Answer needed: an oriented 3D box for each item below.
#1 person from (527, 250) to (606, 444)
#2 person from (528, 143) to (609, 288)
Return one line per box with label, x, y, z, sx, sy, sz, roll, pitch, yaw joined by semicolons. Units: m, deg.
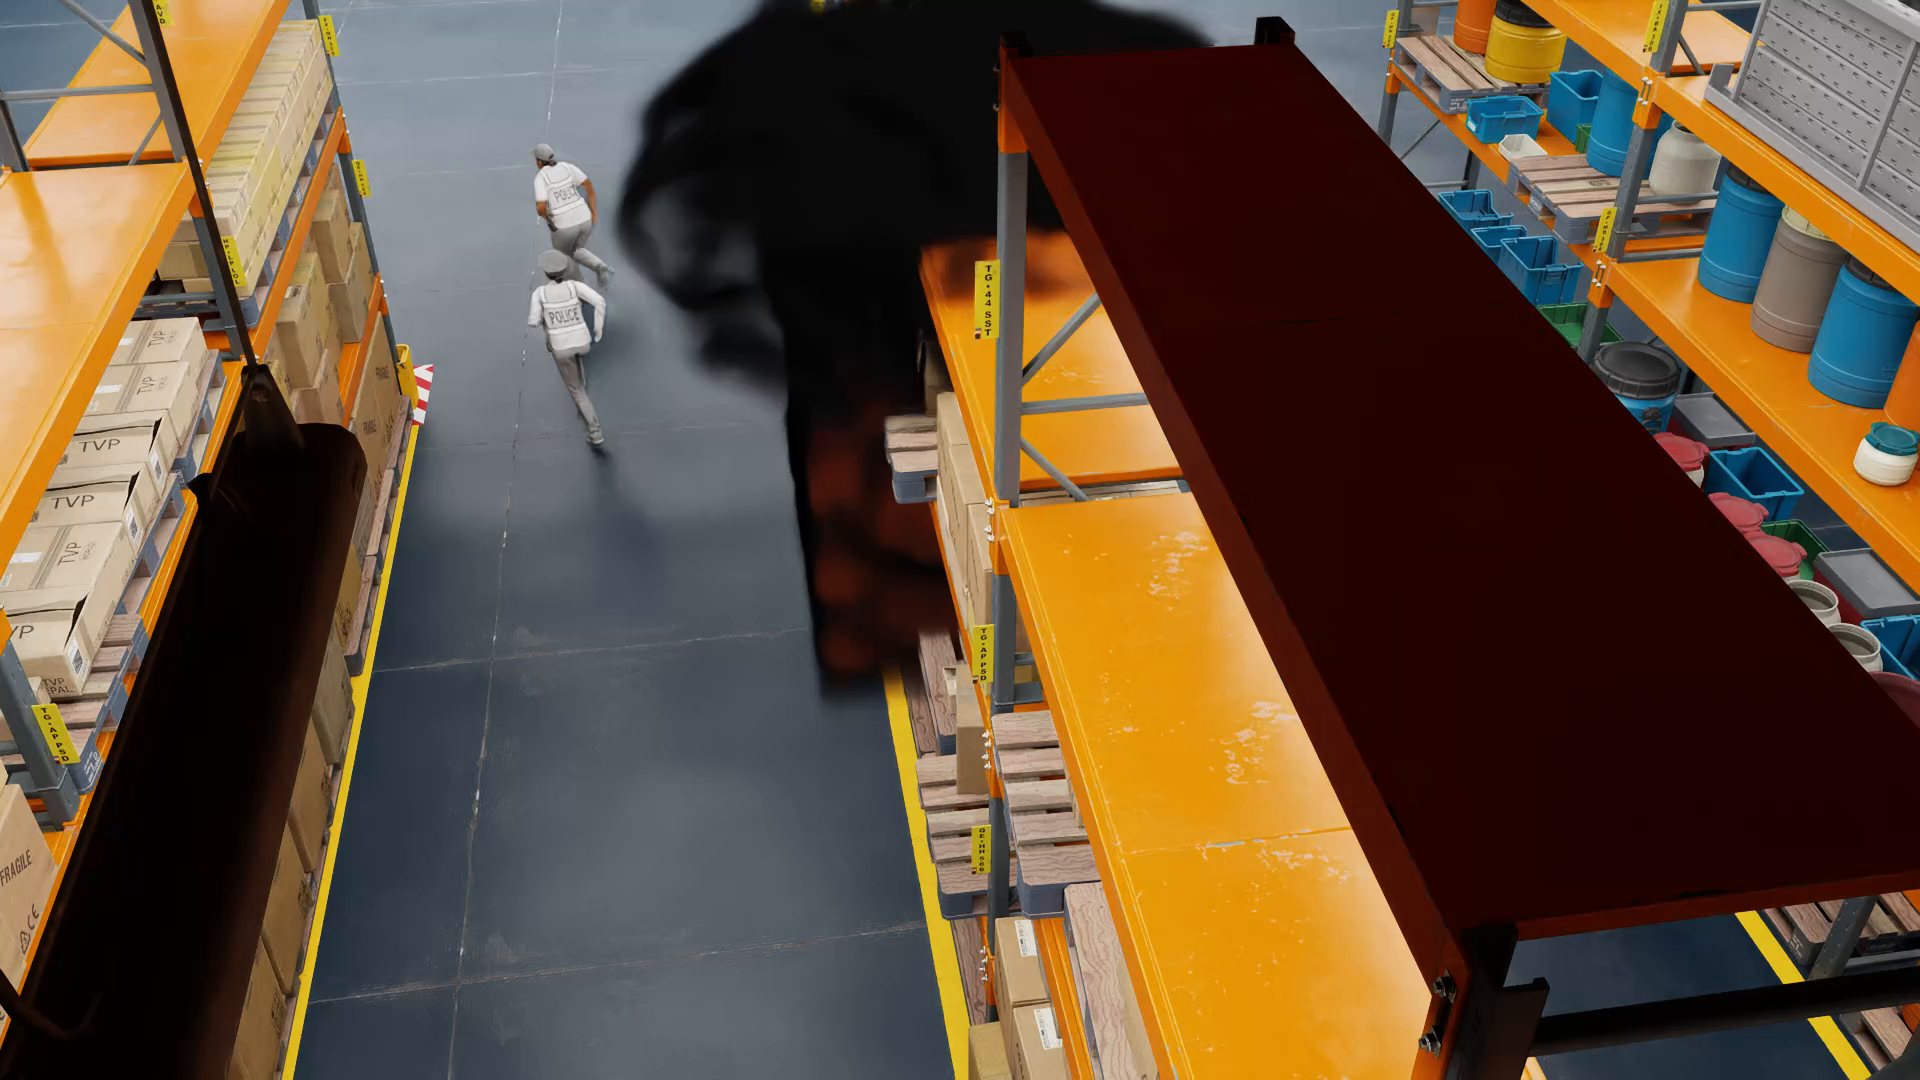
person;-3.327;-1.634;14.283;0.602;1.650;0.885;-21;41;-26
person;-3.844;-3.087;16.356;0.769;1.604;0.599;21;41;26
